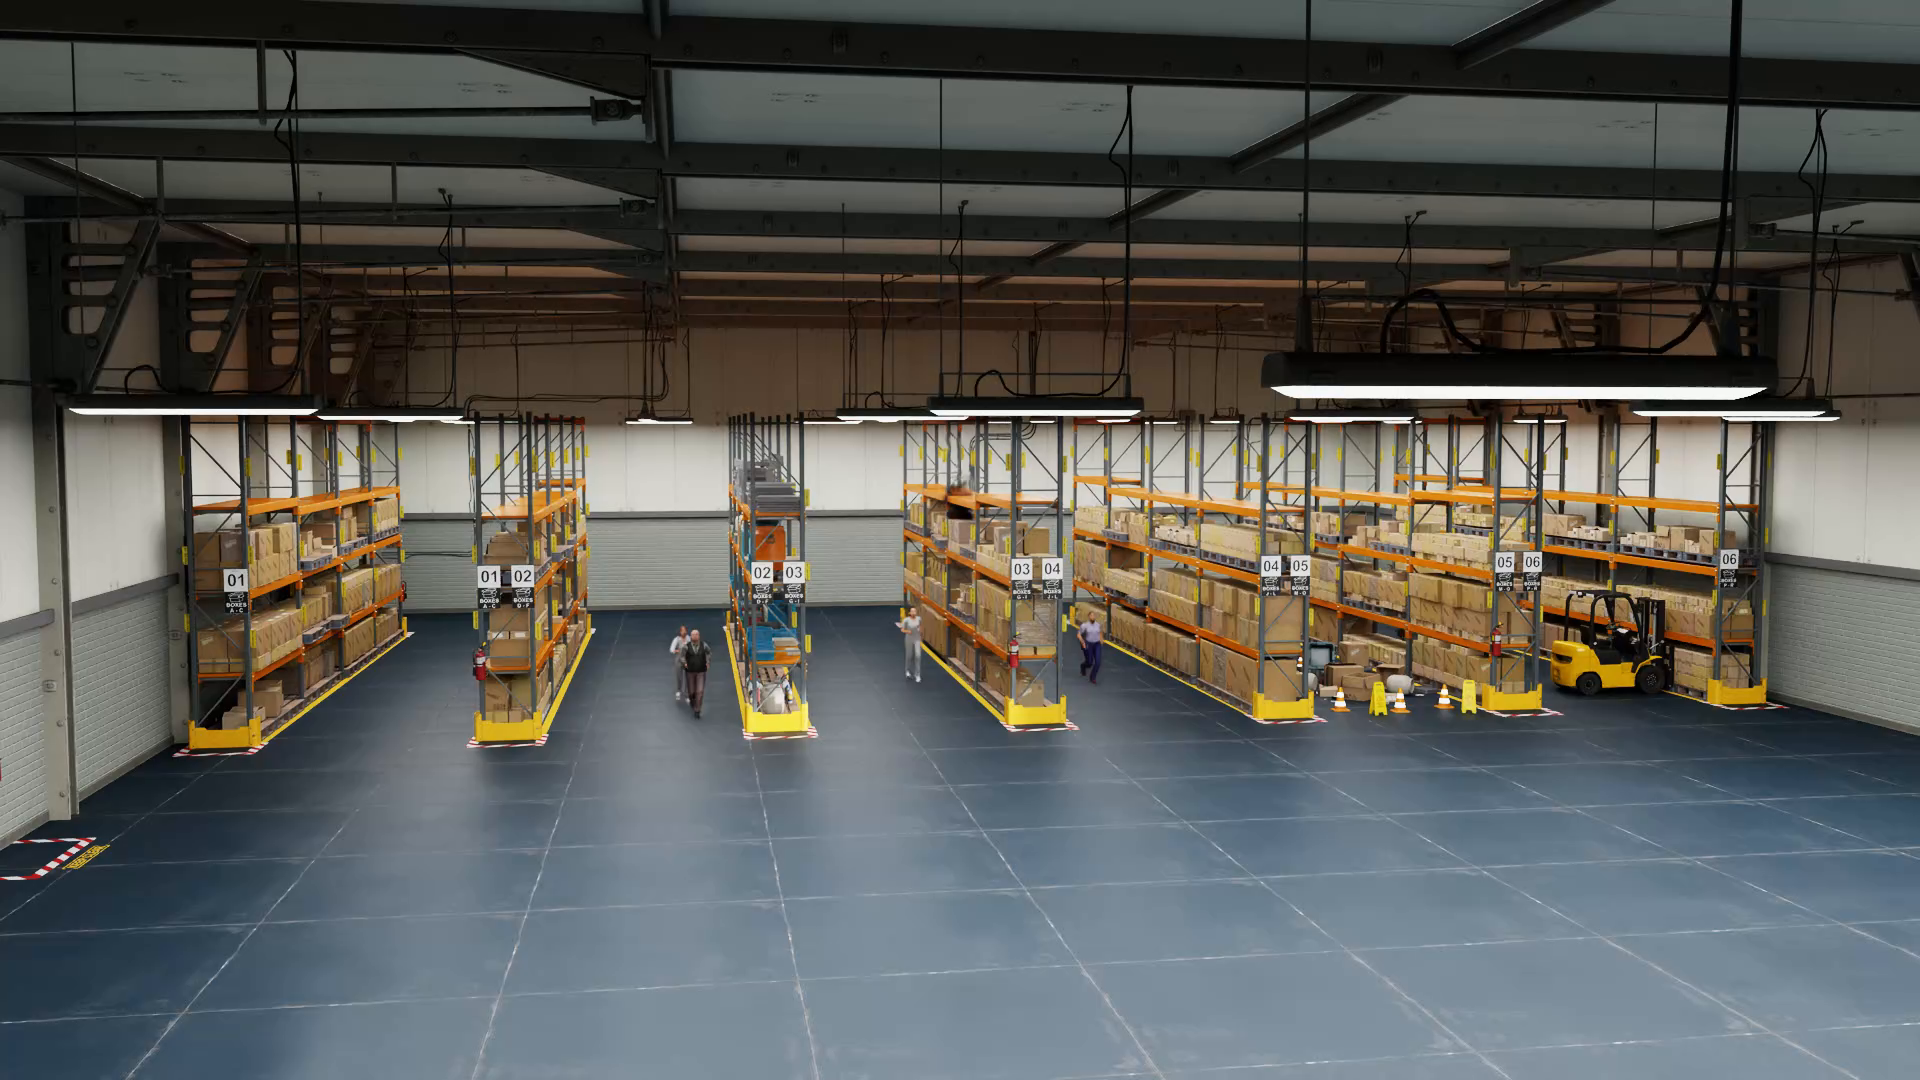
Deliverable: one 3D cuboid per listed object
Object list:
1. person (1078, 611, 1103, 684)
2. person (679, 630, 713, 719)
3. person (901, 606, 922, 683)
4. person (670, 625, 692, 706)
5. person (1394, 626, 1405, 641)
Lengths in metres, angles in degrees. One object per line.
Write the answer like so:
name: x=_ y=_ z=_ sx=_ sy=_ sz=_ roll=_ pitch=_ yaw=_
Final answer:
person: x=2.945 y=2.401 z=37.310 sx=0.614 sy=1.609 sz=0.575 roll=-1 pitch=4 yaw=-18
person: x=-5.240 y=2.639 z=33.000 sx=0.662 sy=1.719 sz=0.864 roll=-1 pitch=4 yaw=-10
person: x=-1.086 y=2.324 z=37.604 sx=0.518 sy=1.696 sz=0.887 roll=-1 pitch=4 yaw=-10
person: x=-5.733 y=2.570 z=34.405 sx=0.565 sy=1.628 sz=0.778 roll=-2 pitch=4 yaw=-22
person: x=11.784 y=1.823 z=44.577 sx=0.654 sy=1.744 sz=0.532 roll=-1 pitch=4 yaw=-17
